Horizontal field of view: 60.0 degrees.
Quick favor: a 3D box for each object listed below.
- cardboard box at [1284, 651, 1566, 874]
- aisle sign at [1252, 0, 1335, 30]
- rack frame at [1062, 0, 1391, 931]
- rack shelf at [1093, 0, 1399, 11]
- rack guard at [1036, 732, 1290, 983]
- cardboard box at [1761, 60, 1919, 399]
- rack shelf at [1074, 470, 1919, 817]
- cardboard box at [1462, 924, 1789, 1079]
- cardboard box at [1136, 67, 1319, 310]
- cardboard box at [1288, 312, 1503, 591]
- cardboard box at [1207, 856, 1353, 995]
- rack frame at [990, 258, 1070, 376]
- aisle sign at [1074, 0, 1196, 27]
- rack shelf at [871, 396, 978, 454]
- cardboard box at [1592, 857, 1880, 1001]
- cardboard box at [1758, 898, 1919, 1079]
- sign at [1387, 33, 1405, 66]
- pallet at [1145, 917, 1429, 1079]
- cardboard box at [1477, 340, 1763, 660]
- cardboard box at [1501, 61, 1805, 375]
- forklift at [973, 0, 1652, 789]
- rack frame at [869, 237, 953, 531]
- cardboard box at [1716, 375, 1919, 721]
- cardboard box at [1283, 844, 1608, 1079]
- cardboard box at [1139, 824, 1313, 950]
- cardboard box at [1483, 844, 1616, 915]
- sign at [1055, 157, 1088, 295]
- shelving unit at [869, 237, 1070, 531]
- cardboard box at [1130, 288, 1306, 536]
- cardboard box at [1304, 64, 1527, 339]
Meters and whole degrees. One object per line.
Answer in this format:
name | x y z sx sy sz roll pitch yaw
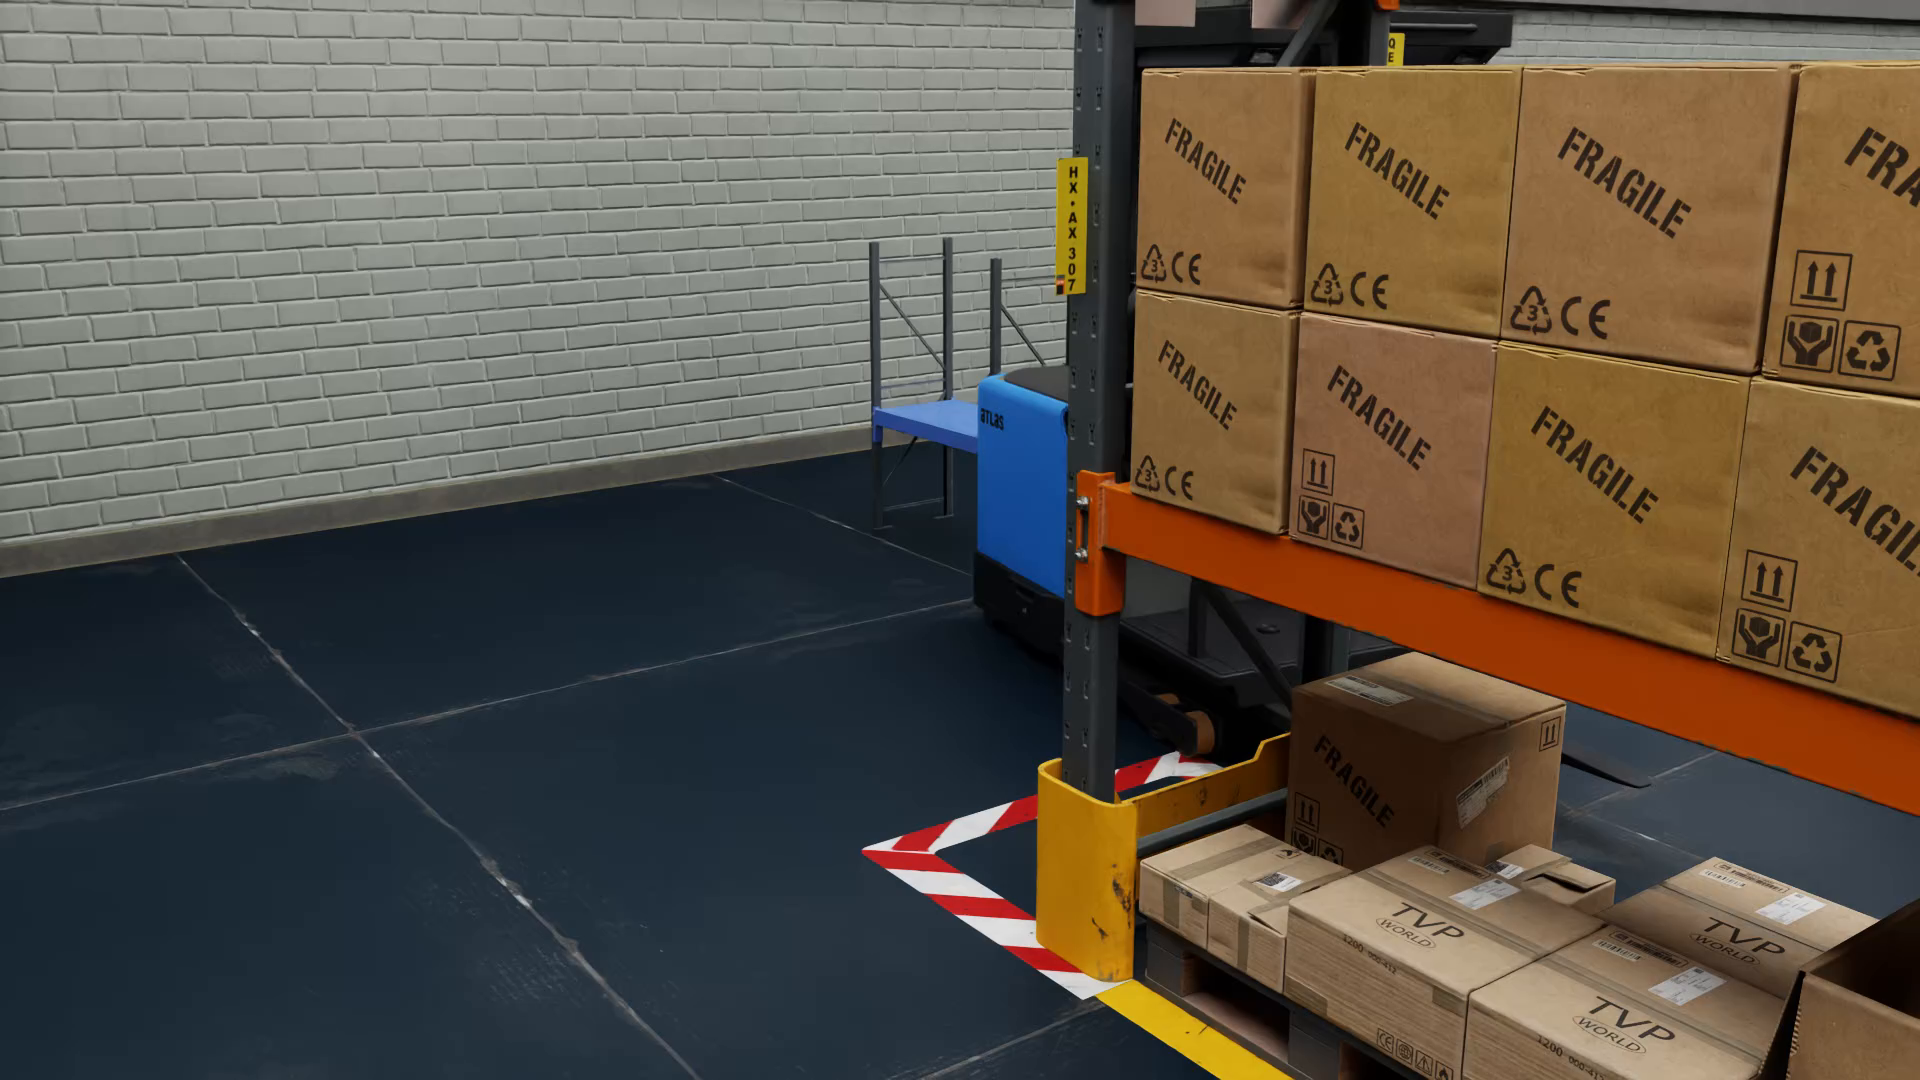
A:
cardboard box | 1.231 0.645 4.438 0.500 0.500 0.500 -11 19 -35
aisle sign | 0.919 -1.742 4.334 0.394 0.787 0.004 -11 19 -35
rack frame | 0.712 -0.426 4.451 1.000 3.000 0.127 -11 19 -35
rack shelf | 1.888 -1.099 2.589 1.077 0.370 4.000 -11 19 -35
rack guard | 0.756 0.796 4.721 1.175 0.500 0.348 -11 19 -35
cardboard box | 1.663 -0.494 2.617 0.500 0.500 0.500 -11 19 -35
rack shelf | 1.888 0.348 2.985 1.077 0.370 4.000 -11 19 -35
cardboard box | 1.390 1.062 3.390 0.500 0.250 0.500 -11 19 -35
cardboard box | 0.759 -0.821 3.810 0.500 0.500 0.500 -10 18 -33
cardboard box | 1.067 -0.229 3.542 0.500 0.500 0.500 -11 19 -35
cardboard box | 0.827 0.924 4.050 0.380 0.166 0.250 -11 19 -35
rack frame | 0.349 -0.597 7.915 0.500 1.500 0.032 -11 19 -35
aisle sign | 0.434 -1.649 3.994 0.394 0.787 0.004 -11 19 -35
rack shelf | 0.050 -0.532 8.359 0.538 0.185 1.000 -11 19 -35
cardboard box | 1.765 0.973 3.713 0.500 0.250 0.500 -11 19 -35
cardboard box | 1.955 1.020 3.064 0.797 0.503 0.637 -11 19 -35
sign | 1.173 -1.219 4.555 0.100 0.325 0.005 -11 19 -35
pallet | 1.226 1.105 4.138 1.003 0.211 1.213 -11 19 -35
cardboard box | 1.360 -0.122 3.149 0.500 0.500 0.500 -11 19 -35
cardboard box | 1.363 -0.603 3.013 0.500 0.500 0.500 -11 19 -34
forklift | 1.148 -0.784 5.888 1.130 2.935 3.031 -7 17 -24
rack frame | -0.249 -0.814 8.708 0.500 1.500 0.032 -11 19 -35
cardboard box | 1.652 -0.015 2.758 0.500 0.500 0.500 -11 19 -34
cardboard box | 1.096 0.955 3.780 0.500 0.250 0.500 -11 19 -35
cardboard box | 0.680 0.880 4.247 0.380 0.149 0.250 -11 19 -35
cardboard box | 1.396 0.907 4.115 0.380 0.166 0.250 -11 19 -35
sign | 0.273 -0.759 4.028 0.100 0.325 0.005 -11 19 -35
shelving unit | 0.050 -0.705 8.312 0.538 1.500 1.048 -11 19 -35
cardboard box | 0.759 -0.339 3.942 0.500 0.500 0.500 -10 18 -33
cardboard box | 1.073 -0.710 3.406 0.500 0.500 0.500 -11 19 -34
